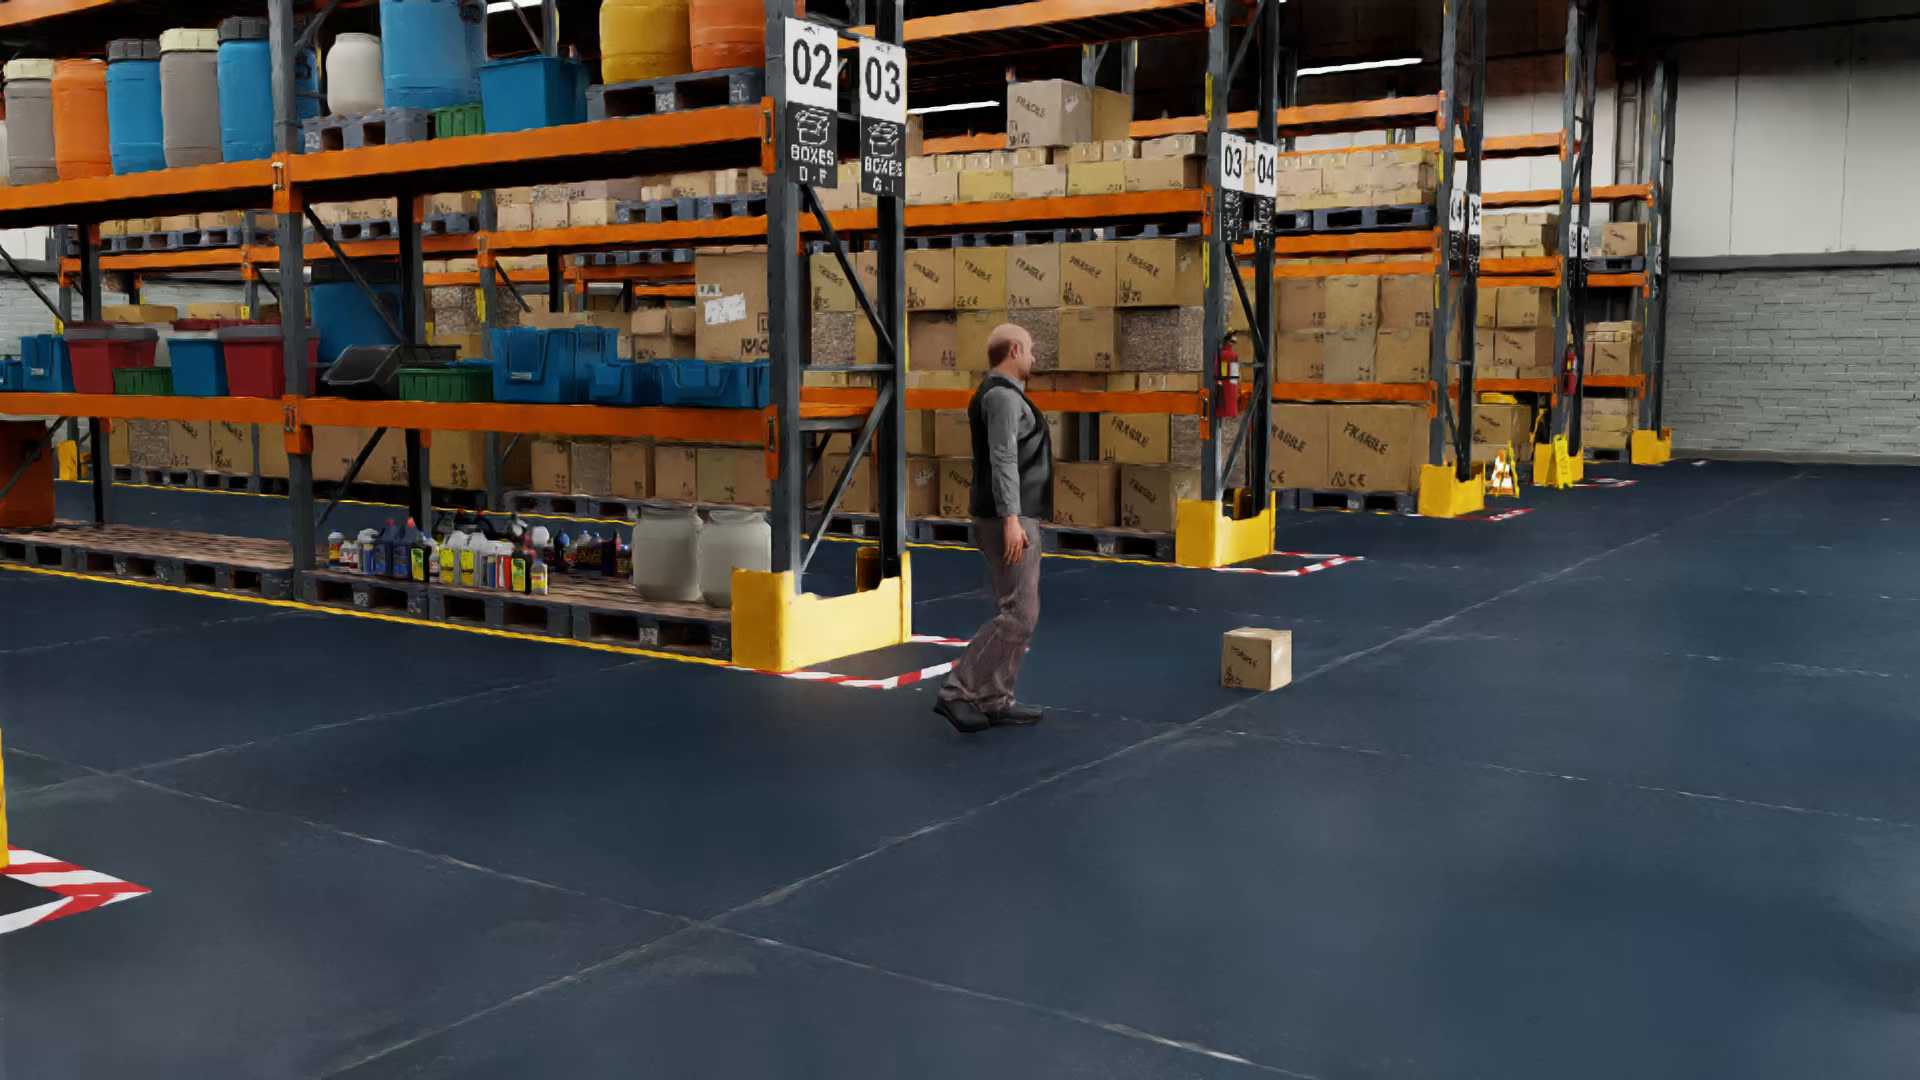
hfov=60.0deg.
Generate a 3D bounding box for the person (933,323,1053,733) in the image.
[{"bbox_3d":[0.137,-0.051,6.932,0.517,1.699,0.721,0,6,-4],"label":"person"}]
